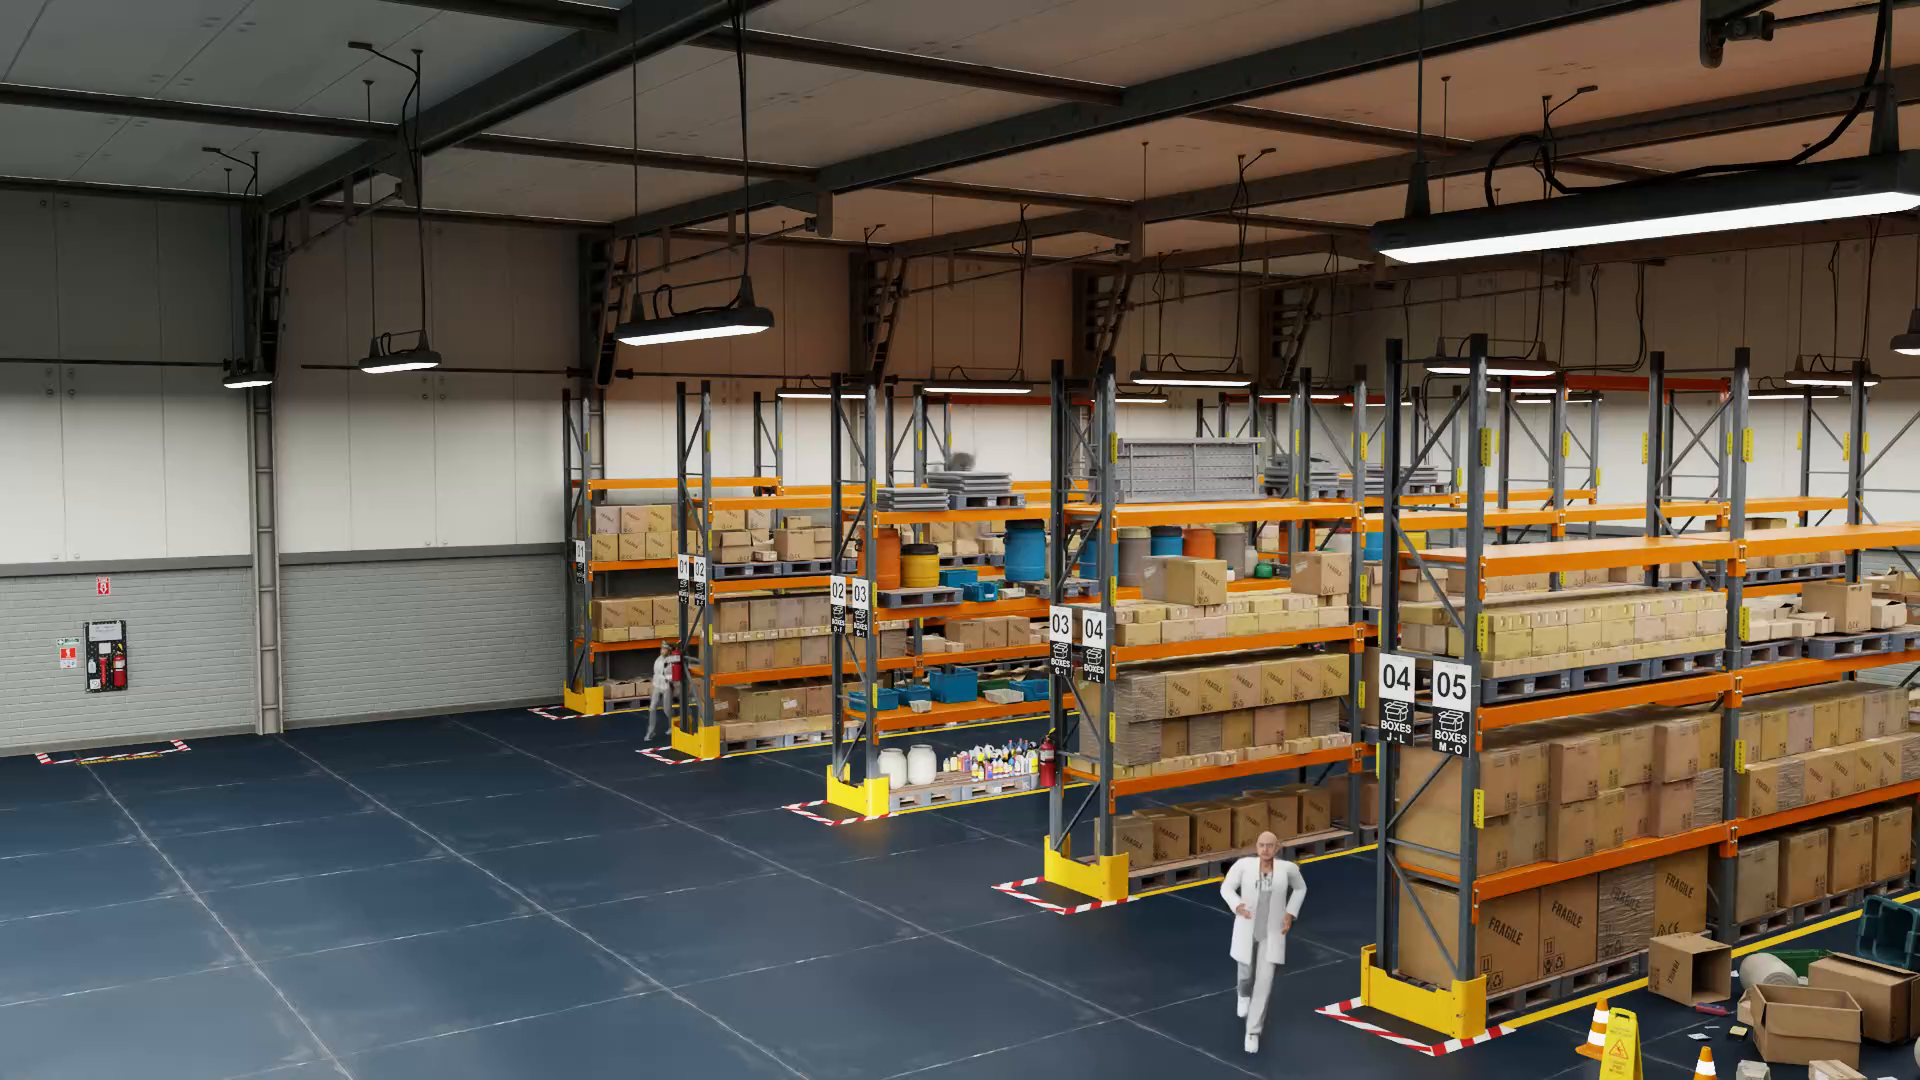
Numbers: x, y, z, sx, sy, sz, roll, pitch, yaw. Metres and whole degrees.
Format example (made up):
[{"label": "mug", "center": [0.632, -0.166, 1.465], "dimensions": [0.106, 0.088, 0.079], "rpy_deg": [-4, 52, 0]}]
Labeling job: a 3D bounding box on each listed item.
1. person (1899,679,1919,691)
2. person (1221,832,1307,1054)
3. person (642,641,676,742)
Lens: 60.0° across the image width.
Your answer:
[{"label": "person", "center": [13.083, 2.815, 22.889], "dimensions": [0.884, 1.826, 0.636], "rpy_deg": [-2, 4, -31]}, {"label": "person", "center": [2.592, 3.369, 14.243], "dimensions": [0.715, 1.792, 0.949], "rpy_deg": [1, 4, 13]}, {"label": "person", "center": [-4.939, 2.543, 28.068], "dimensions": [0.597, 1.736, 0.788], "rpy_deg": [2, 4, 29]}]
